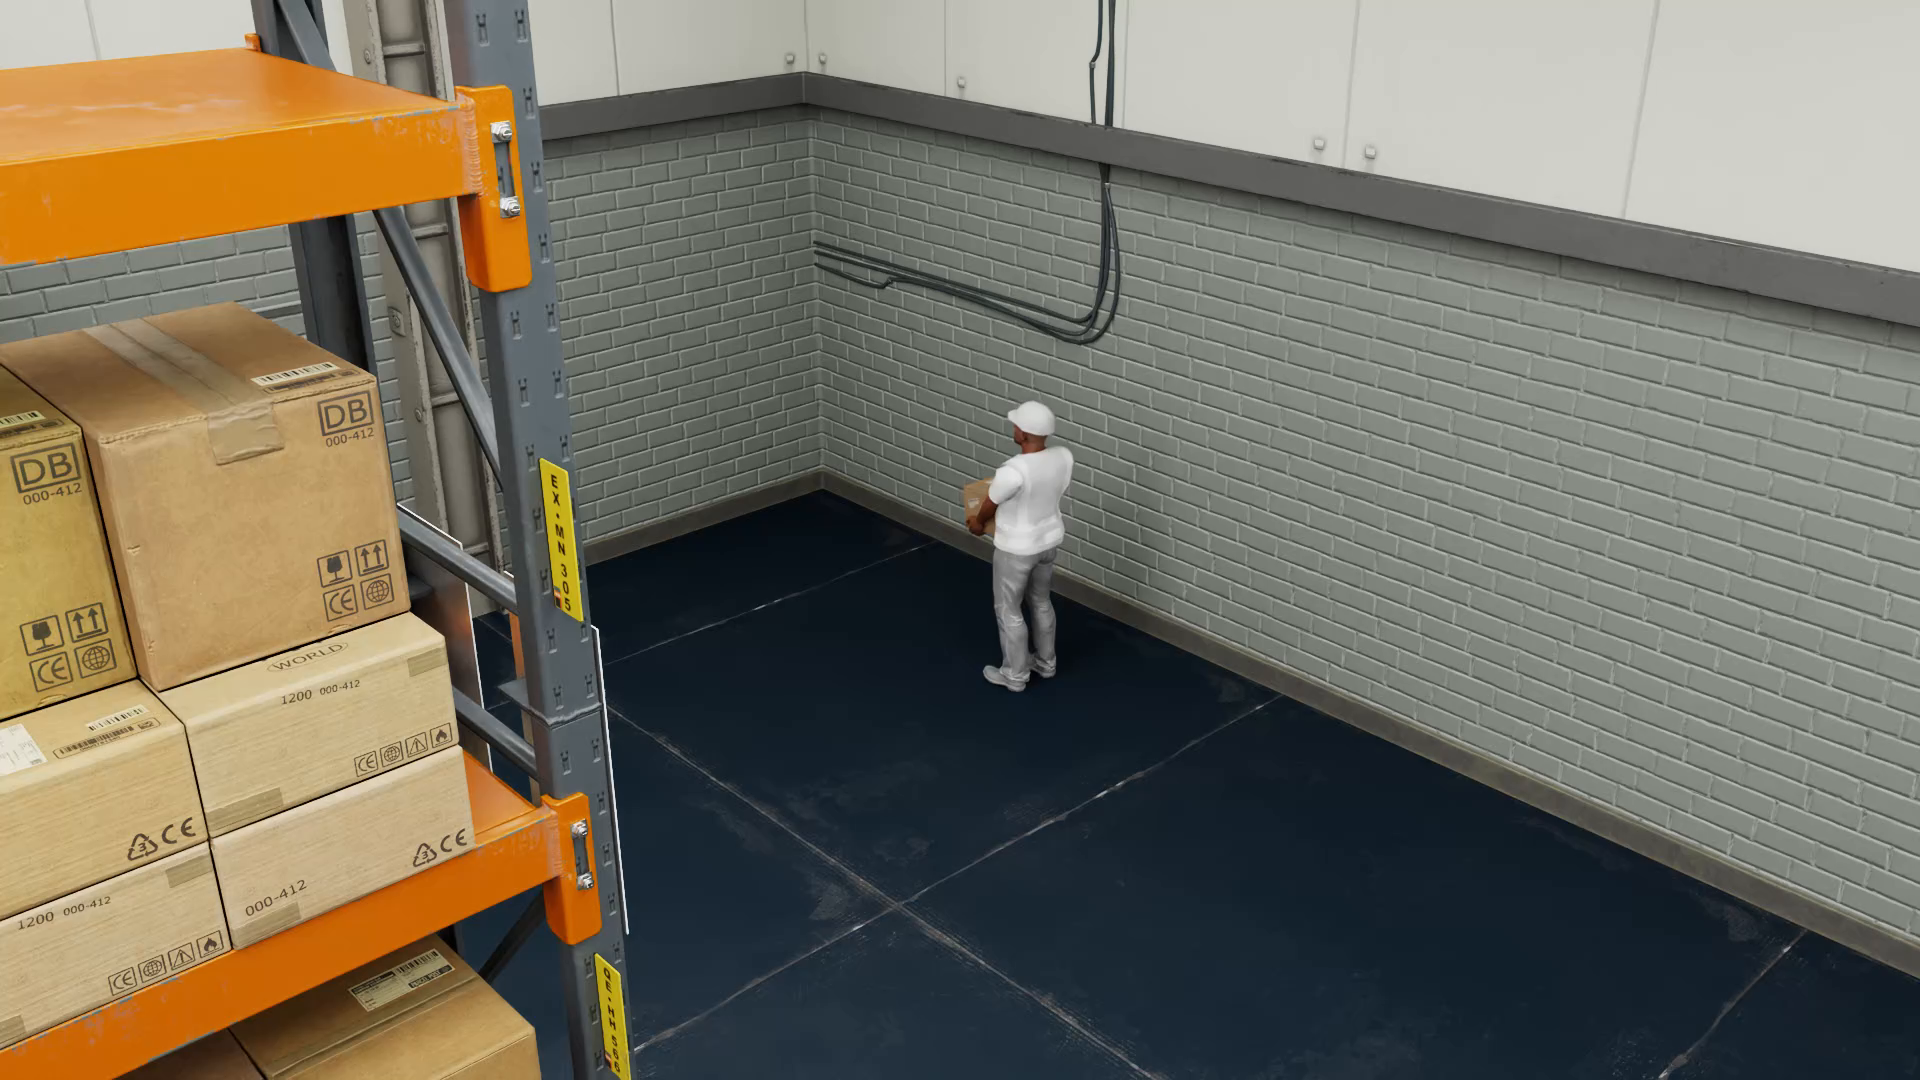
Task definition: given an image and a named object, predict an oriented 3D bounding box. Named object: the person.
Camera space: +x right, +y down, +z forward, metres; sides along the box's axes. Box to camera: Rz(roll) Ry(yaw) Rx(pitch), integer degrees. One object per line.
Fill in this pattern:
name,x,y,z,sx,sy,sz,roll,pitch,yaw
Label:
person,0.314,-0.003,9.587,0.503,1.760,0.577,-20,31,-38
